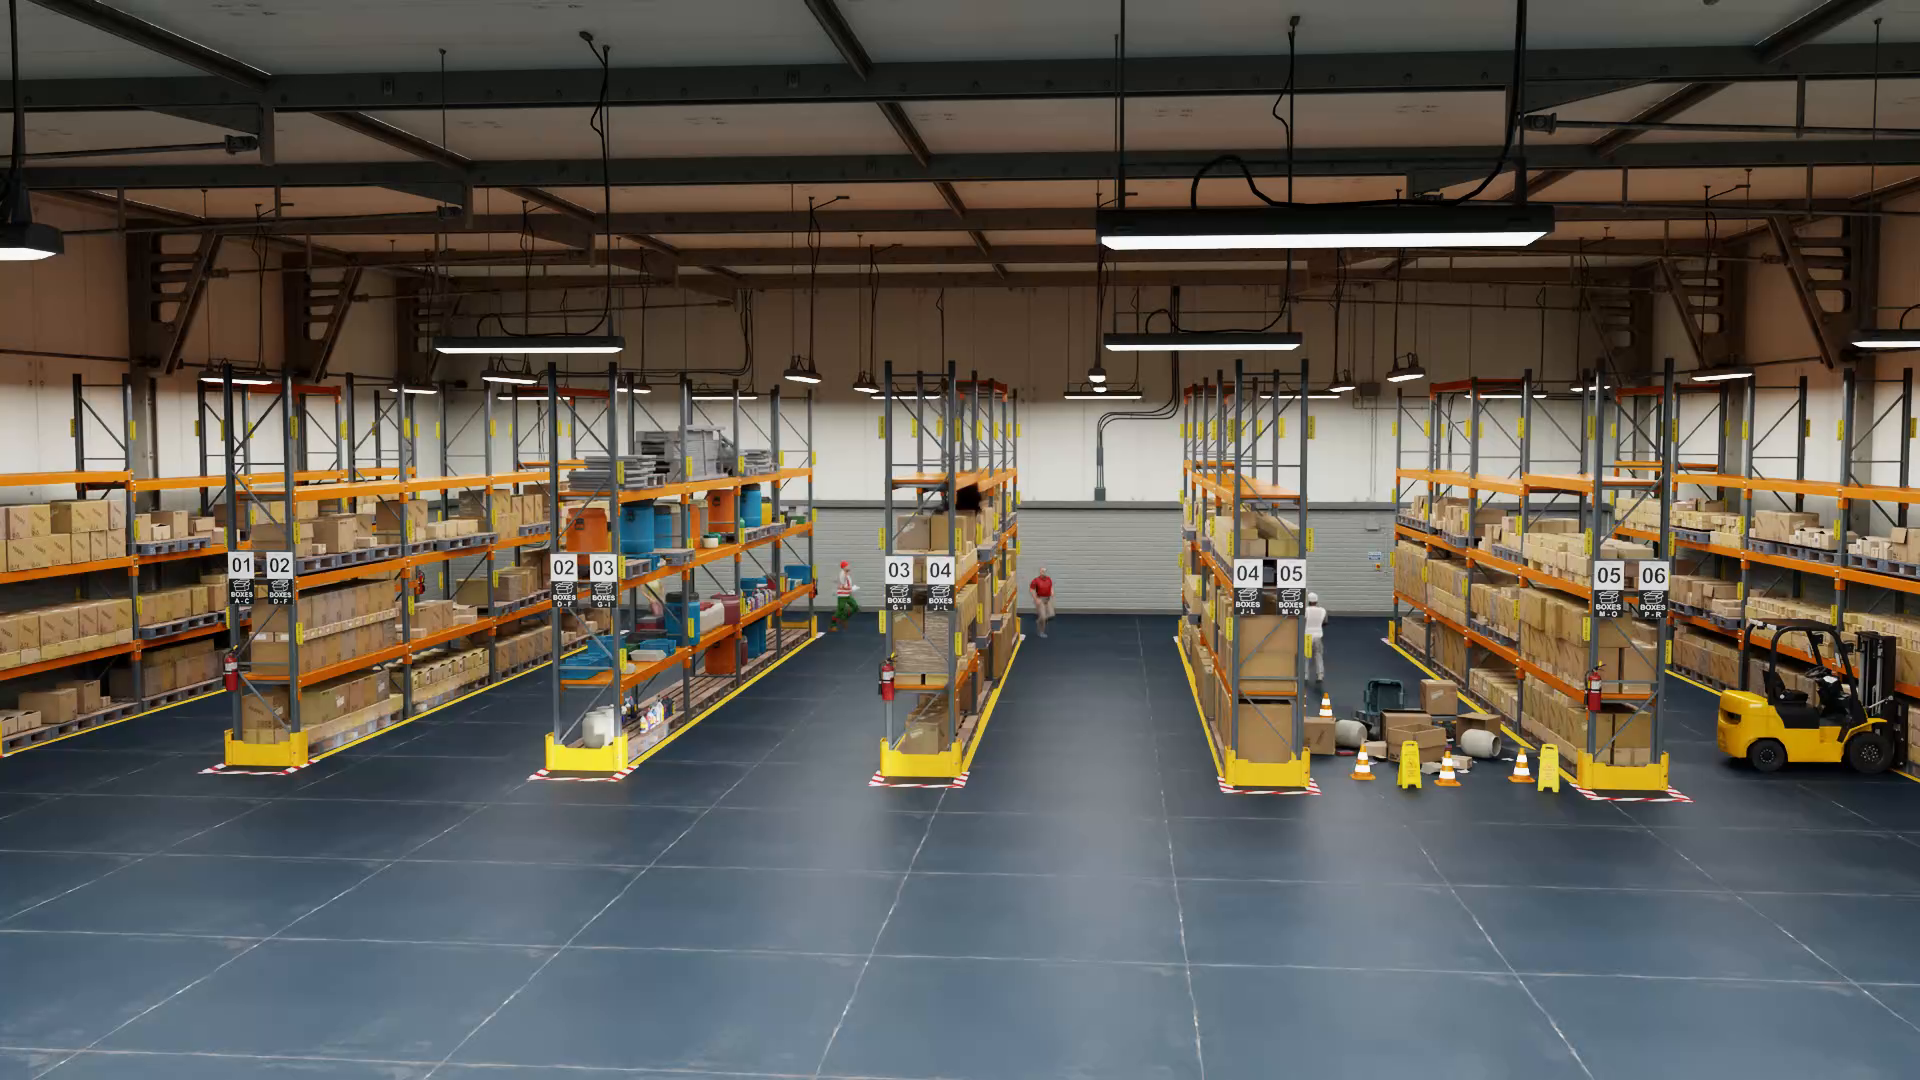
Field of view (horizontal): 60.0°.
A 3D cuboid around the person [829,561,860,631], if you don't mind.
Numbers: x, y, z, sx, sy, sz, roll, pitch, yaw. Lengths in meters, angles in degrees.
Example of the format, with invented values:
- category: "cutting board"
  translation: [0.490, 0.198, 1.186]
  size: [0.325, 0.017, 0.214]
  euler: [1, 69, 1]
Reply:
- category: "person"
  translation: [-2.852, 1.382, 41.447]
  size: [0.822, 1.735, 0.686]
  euler: [1, 4, 14]

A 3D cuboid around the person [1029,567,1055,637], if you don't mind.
- category: "person"
  translation: [2.035, 1.511, 40.479]
  size: [0.693, 1.693, 0.540]
  euler: [-2, 4, -33]

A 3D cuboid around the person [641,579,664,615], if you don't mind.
- category: "person"
  translation: [-7.518, 1.511, 40.821]
  size: [0.575, 1.595, 0.548]
  euler: [-2, 4, -26]

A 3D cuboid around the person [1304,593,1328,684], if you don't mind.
- category: "person"
  translation: [6.908, 1.954, 32.587]
  size: [0.665, 1.832, 0.893]
  euler: [0, 4, -3]
